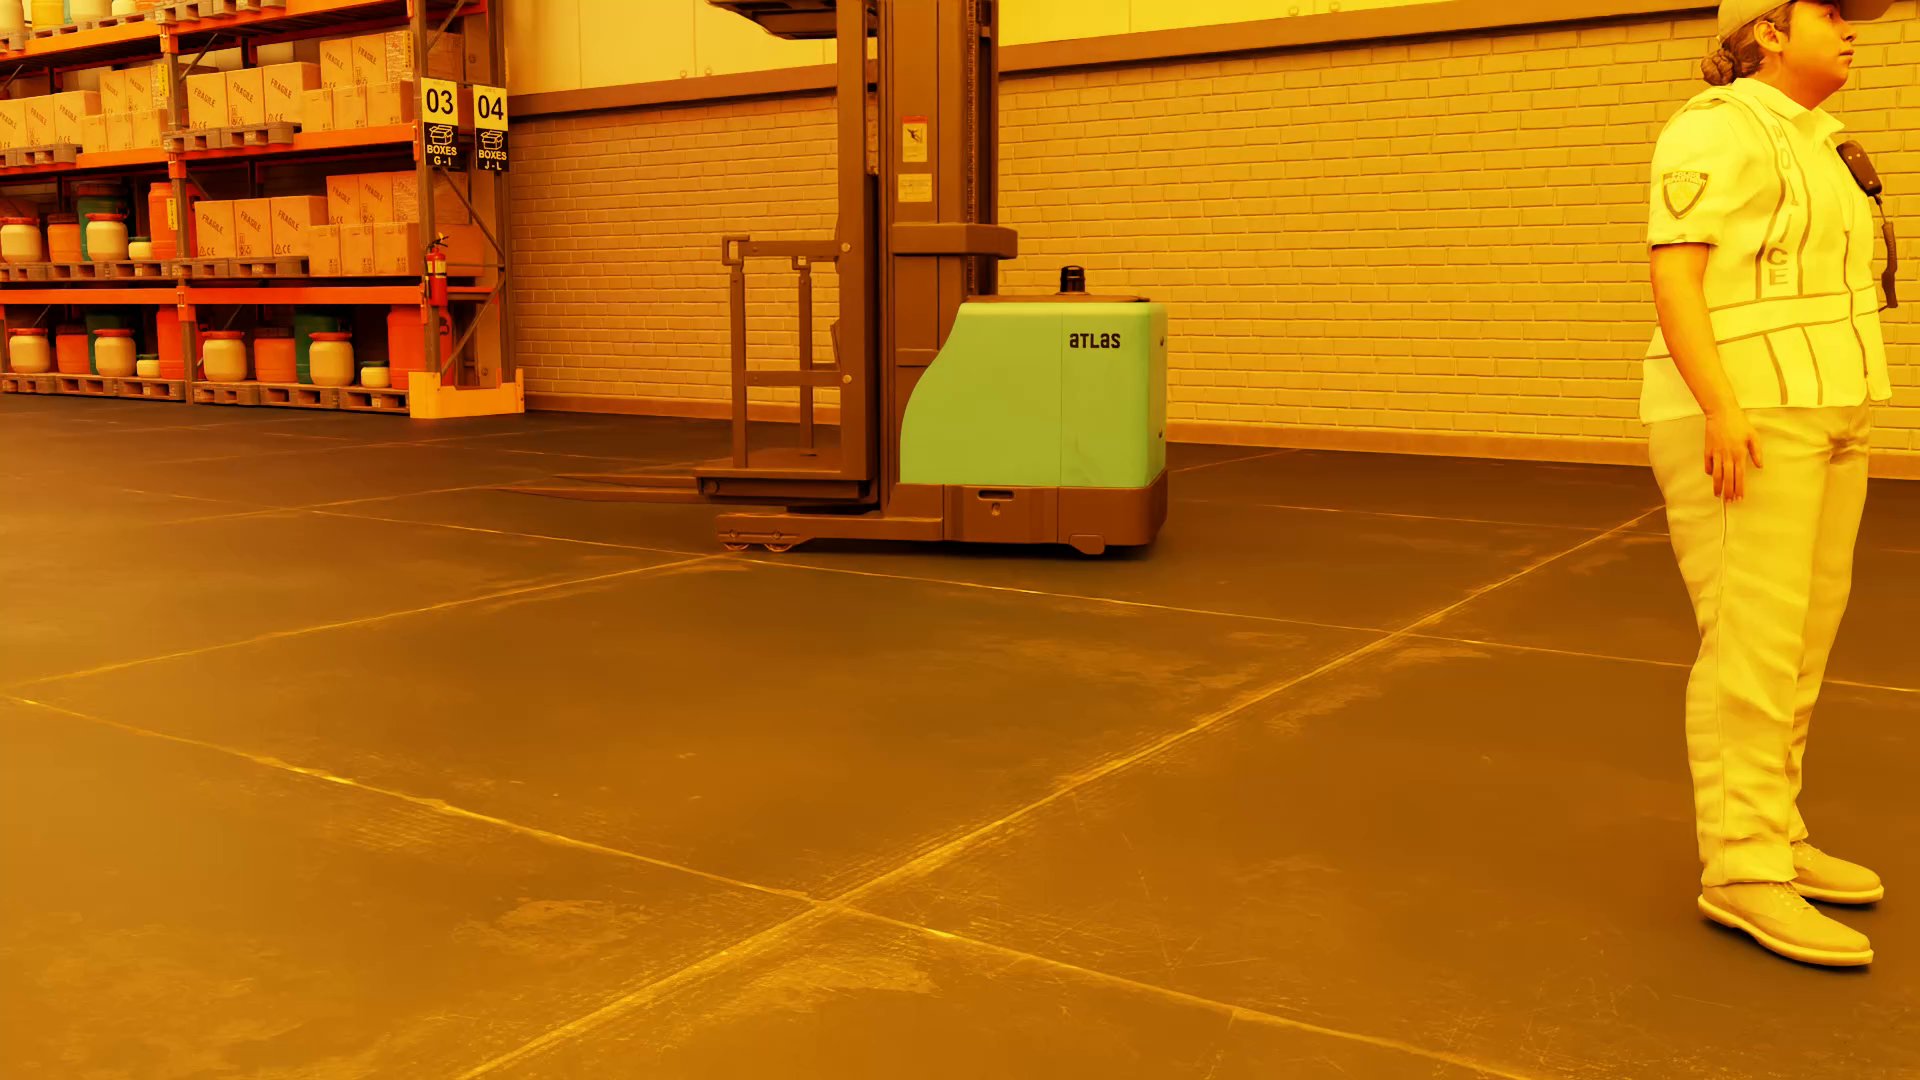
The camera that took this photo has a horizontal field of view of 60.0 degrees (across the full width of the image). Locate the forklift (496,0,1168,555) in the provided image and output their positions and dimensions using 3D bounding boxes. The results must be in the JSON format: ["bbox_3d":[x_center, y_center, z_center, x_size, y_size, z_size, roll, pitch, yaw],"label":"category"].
[{"bbox_3d":[-0.596,-1.469,7.520,3.031,2.935,1.130,2,8,12],"label":"forklift"}]

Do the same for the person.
[{"bbox_3d":[1.484,-0.183,2.919,0.598,1.670,0.529,-7,10,-39],"label":"person"}]
